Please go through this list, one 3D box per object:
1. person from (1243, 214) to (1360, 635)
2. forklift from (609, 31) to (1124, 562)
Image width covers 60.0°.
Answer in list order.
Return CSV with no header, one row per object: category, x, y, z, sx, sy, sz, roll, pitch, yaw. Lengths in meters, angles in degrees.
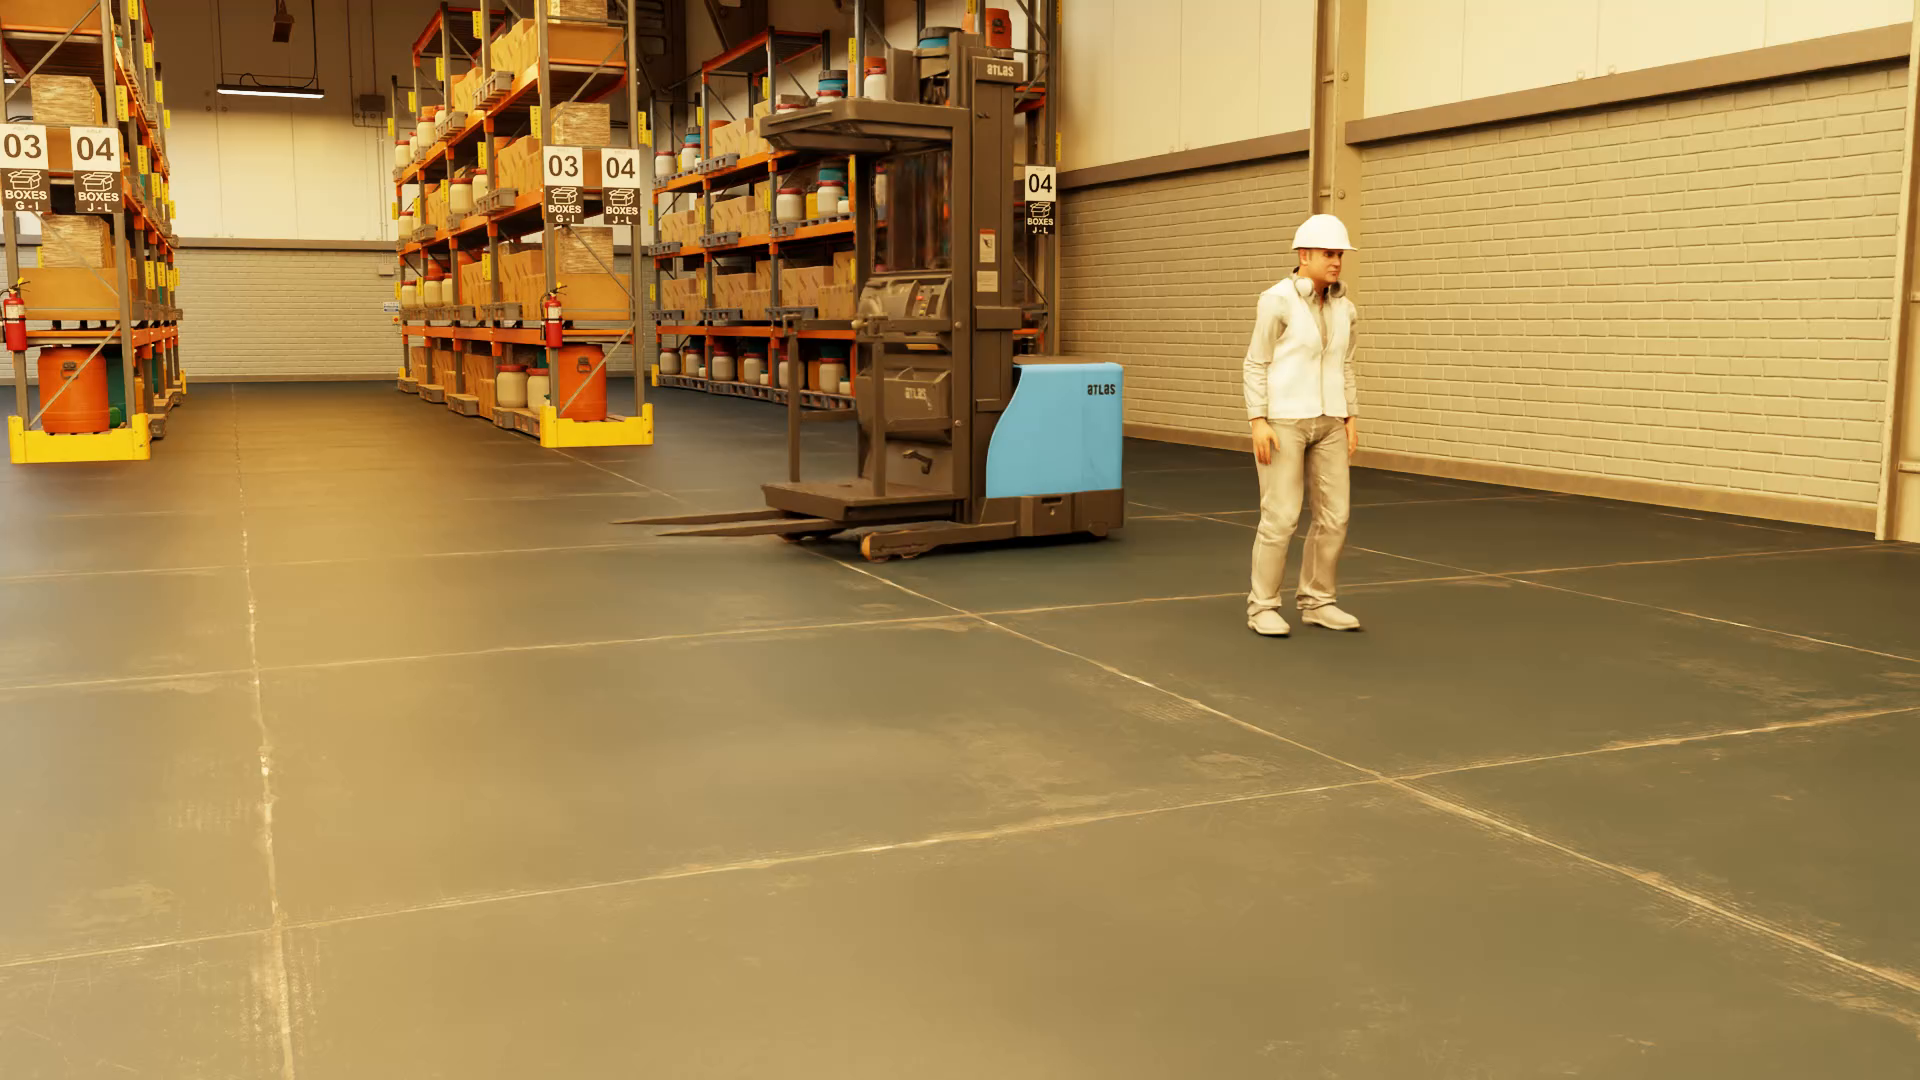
person,1.480,-0.495,7.143,0.581,1.770,0.462,-4,8,-27
forklift,-0.504,-1.407,9.615,3.031,2.935,1.130,-5,9,-34
